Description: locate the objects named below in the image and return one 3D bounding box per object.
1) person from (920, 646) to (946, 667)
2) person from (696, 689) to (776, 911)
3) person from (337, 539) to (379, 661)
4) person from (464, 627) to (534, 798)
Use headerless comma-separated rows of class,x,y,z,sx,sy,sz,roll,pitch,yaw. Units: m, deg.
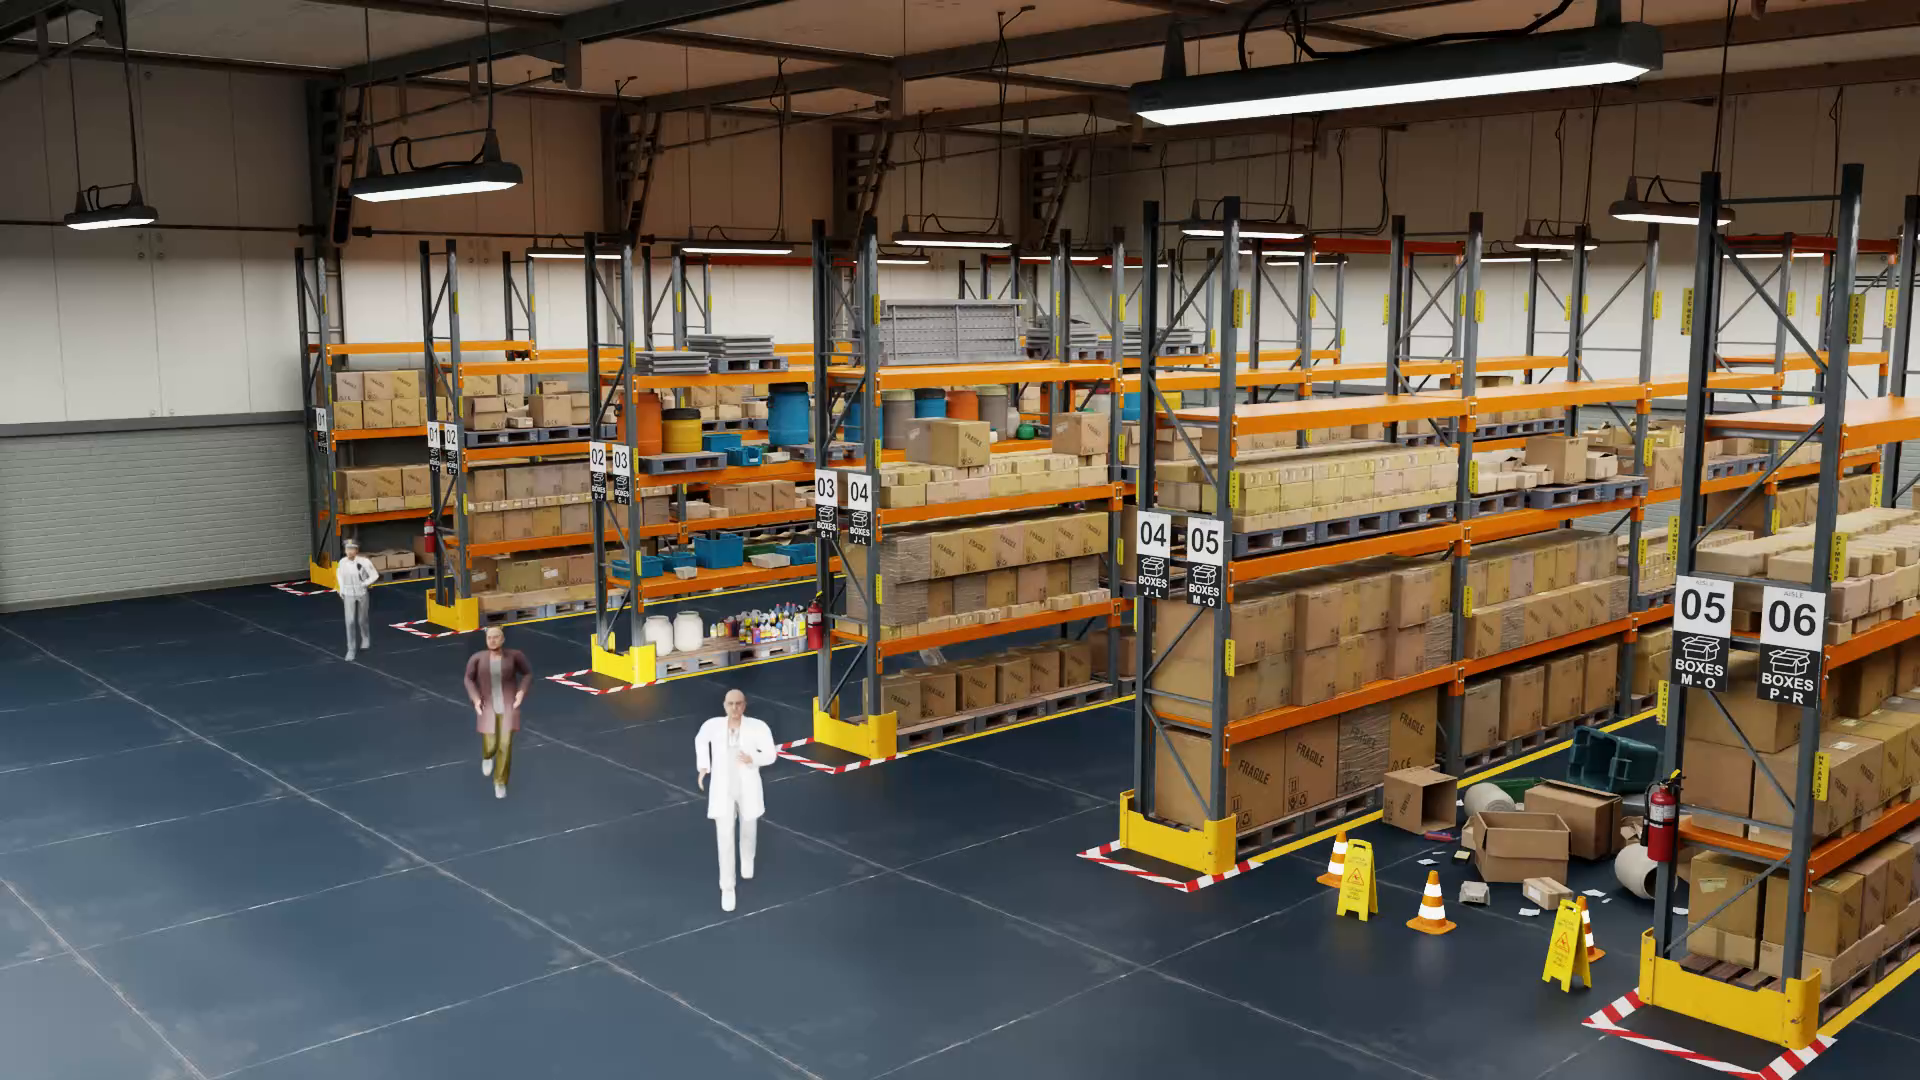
person,-0.370,1.120,21.569,0.643,1.796,0.803,8,12,44
person,-1.931,2.168,14.353,0.696,1.784,1.039,-1,8,-7
person,-8.672,0.819,23.973,0.611,1.733,0.812,-1,8,-9
person,-4.828,1.766,17.463,0.712,1.761,0.743,-2,9,-12
